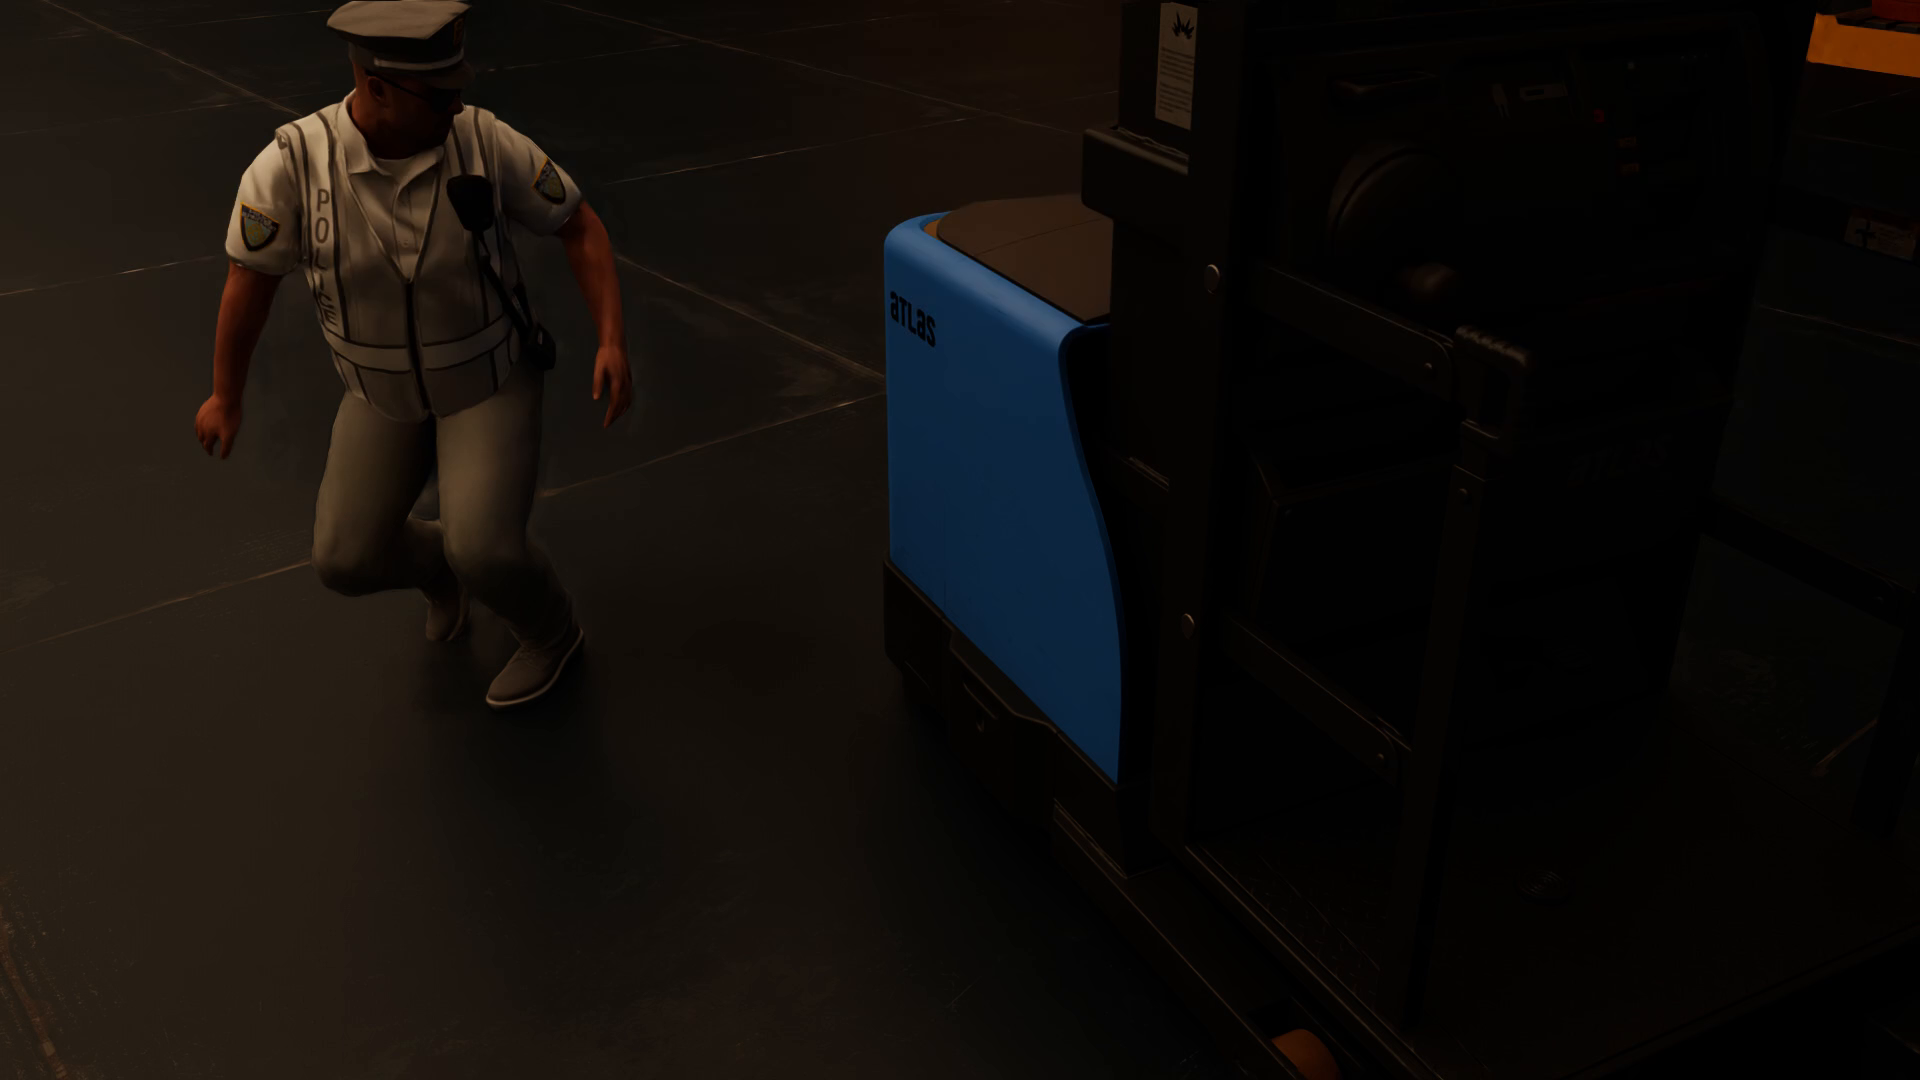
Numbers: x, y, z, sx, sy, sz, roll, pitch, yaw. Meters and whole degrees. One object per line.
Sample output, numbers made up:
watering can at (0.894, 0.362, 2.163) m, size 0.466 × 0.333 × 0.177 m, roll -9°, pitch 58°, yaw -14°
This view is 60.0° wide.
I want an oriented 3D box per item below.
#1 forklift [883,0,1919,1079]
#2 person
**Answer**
forklift at (0.937, -0.523, 2.258) m, size 1.130 × 2.935 × 3.031 m, roll -13°, pitch 29°, yaw -24°
person at (-1.156, -0.362, 3.542) m, size 0.921 × 1.578 × 0.610 m, roll -2°, pitch 26°, yaw -5°
